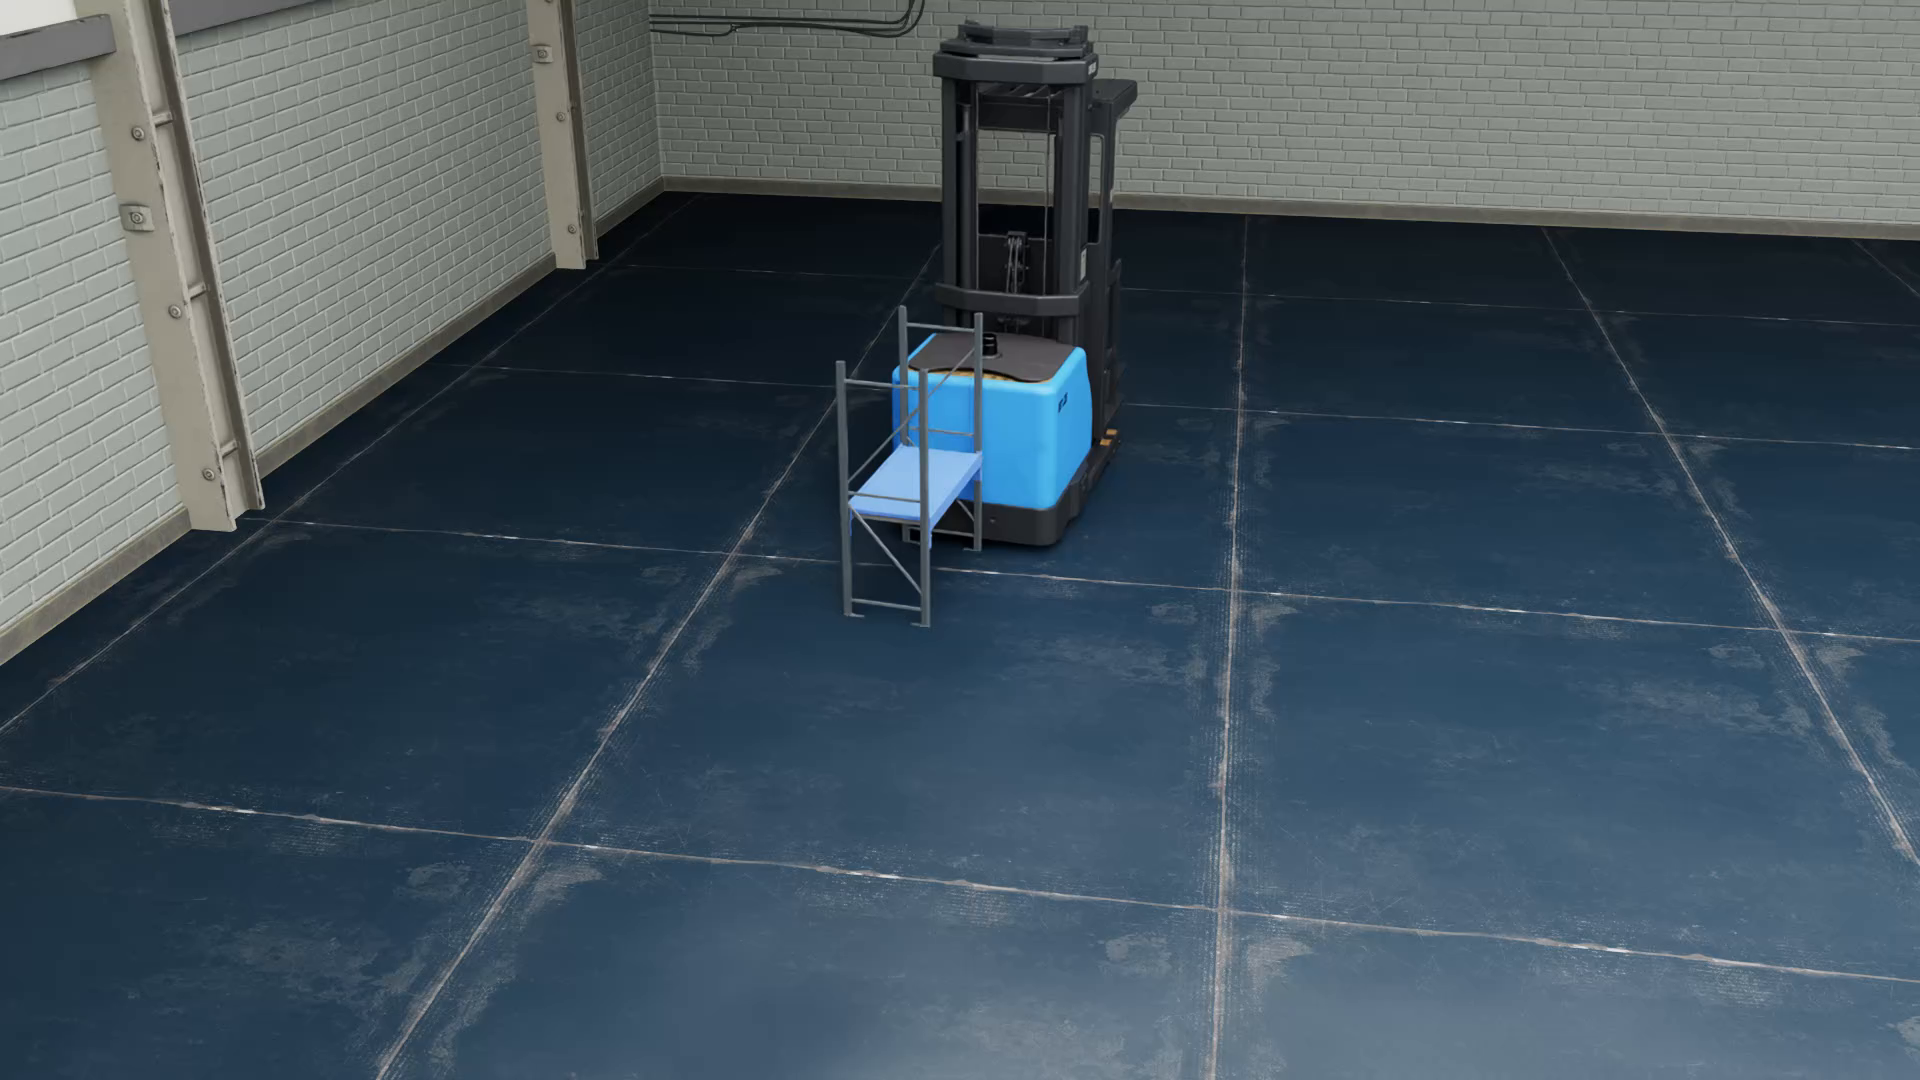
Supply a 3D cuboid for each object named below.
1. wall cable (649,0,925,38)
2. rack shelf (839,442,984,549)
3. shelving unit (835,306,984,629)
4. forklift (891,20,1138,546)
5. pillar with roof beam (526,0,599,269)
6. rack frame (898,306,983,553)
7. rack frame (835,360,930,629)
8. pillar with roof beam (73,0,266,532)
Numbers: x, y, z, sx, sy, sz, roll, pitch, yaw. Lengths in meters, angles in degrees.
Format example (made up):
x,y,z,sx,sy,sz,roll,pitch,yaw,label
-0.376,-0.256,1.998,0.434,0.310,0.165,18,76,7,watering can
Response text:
x,y,z,sx,sy,sz,roll,pitch,yaw,label
-1.888,-6.464,17.108,3.097,2.526,0.112,4,25,9,wall cable
-0.260,-0.270,9.481,0.538,0.185,1.000,7,26,15,rack shelf
-0.260,-0.433,9.405,0.538,1.500,1.048,7,26,15,shelving unit
0.494,-1.893,10.838,1.130,2.935,3.031,7,26,15,forklift
0.573,-6.432,13.376,9.100,9.000,0.400,4,25,9,pillar with roof beam
-0.112,-0.639,9.845,0.500,1.500,0.032,7,26,15,rack frame
-0.409,-0.226,8.965,0.500,1.500,0.032,7,26,15,rack frame
-0.408,-3.922,8.015,9.100,9.000,0.400,4,25,9,pillar with roof beam
